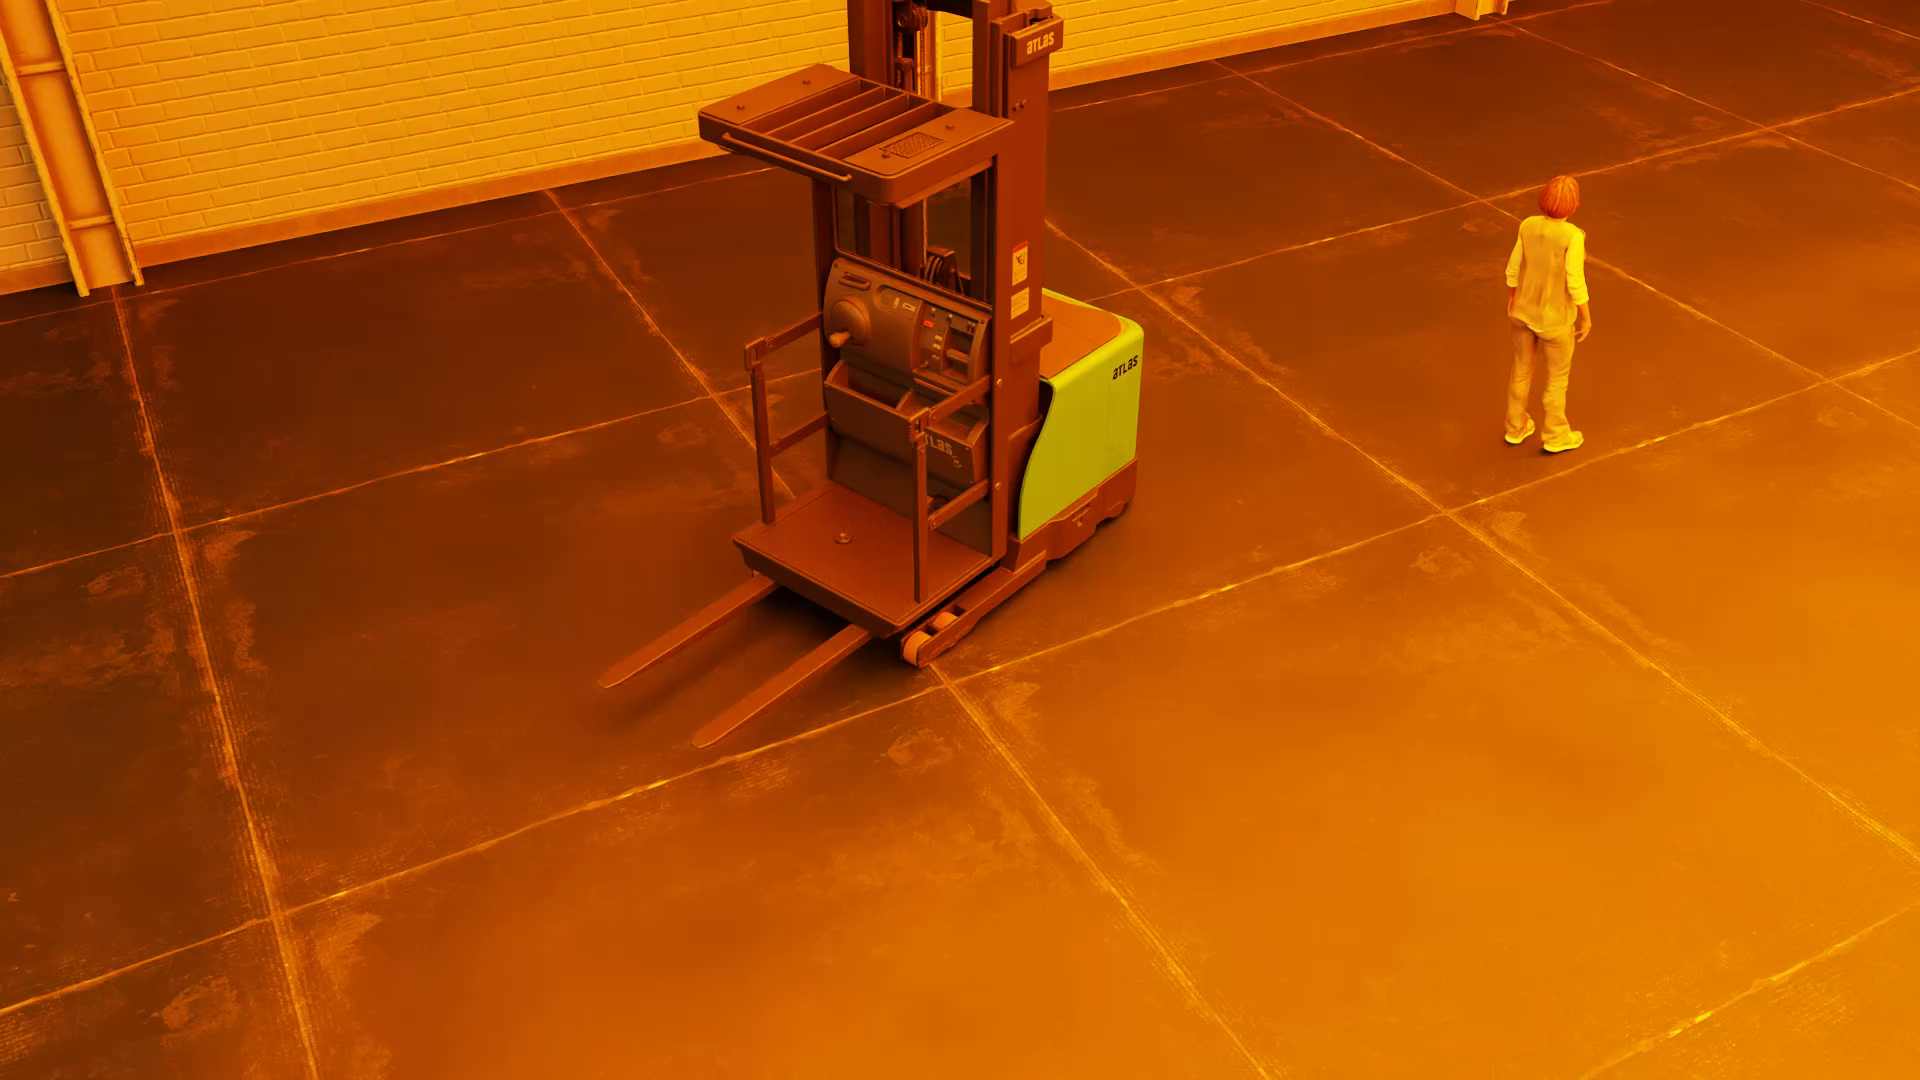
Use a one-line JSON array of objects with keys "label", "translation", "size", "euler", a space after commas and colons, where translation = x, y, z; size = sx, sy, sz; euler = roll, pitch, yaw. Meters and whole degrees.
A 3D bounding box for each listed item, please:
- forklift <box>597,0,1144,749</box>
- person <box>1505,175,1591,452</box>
[{"label": "forklift", "translation": [-0.390, -0.927, 7.434], "size": [1.130, 2.935, 3.031], "euler": [26, 43, 31]}, {"label": "person", "translation": [3.210, -1.231, 9.012], "size": [0.468, 1.600, 0.514], "euler": [-25, 42, -31]}]
